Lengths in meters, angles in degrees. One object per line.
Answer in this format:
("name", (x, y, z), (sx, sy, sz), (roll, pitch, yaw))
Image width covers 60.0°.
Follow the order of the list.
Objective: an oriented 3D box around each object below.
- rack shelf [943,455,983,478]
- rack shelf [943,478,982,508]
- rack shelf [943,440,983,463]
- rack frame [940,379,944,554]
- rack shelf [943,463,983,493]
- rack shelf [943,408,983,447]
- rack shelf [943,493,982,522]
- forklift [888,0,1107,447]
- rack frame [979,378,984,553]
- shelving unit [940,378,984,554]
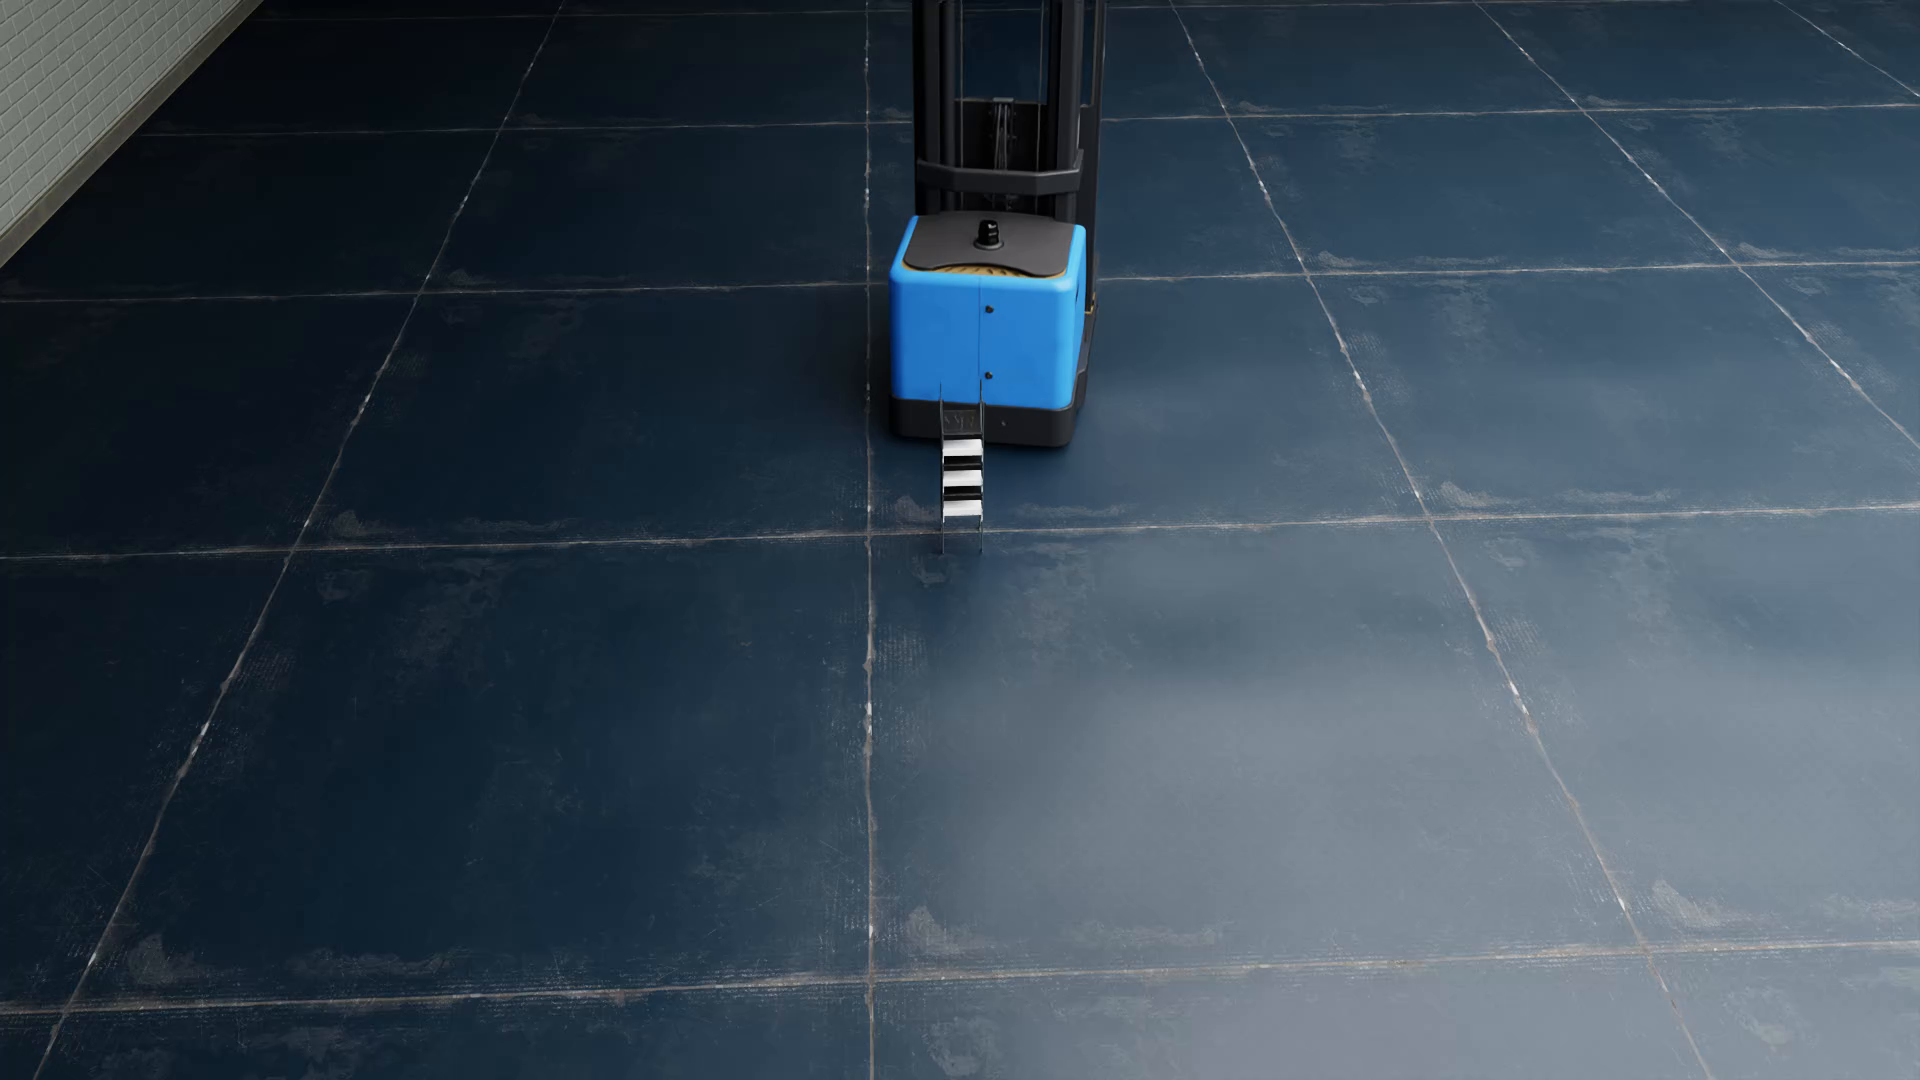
("rack shelf", (0.008, -0.417, 8.462), (0.200, 0.077, 0.258), (-2, 35, -2))
("rack shelf", (0.008, -0.269, 8.564), (0.200, 0.077, 0.258), (-2, 35, -2))
("rack shelf", (0.008, -0.491, 8.411), (0.200, 0.077, 0.258), (-2, 35, -2))
("rack frame", (-0.093, -0.368, 8.490), (0.006, 0.900, 0.240), (-2, 35, -2))
("rack shelf", (0.008, -0.343, 8.513), (0.200, 0.077, 0.258), (-2, 35, -2))
("rack shelf", (0.008, -0.565, 8.360), (0.200, 0.077, 0.258), (-2, 35, -2))
("rack shelf", (0.008, -0.195, 8.616), (0.200, 0.077, 0.258), (-2, 35, -2))
("forklift", (0.308, -2.558, 9.871), (1.130, 2.935, 3.031), (4, 35, 6))
("rack frame", (0.110, -0.373, 8.498), (0.006, 0.900, 0.240), (-2, 35, -2))
("shelving unit", (0.008, -0.370, 8.494), (0.210, 0.900, 0.258), (-2, 35, -2))
